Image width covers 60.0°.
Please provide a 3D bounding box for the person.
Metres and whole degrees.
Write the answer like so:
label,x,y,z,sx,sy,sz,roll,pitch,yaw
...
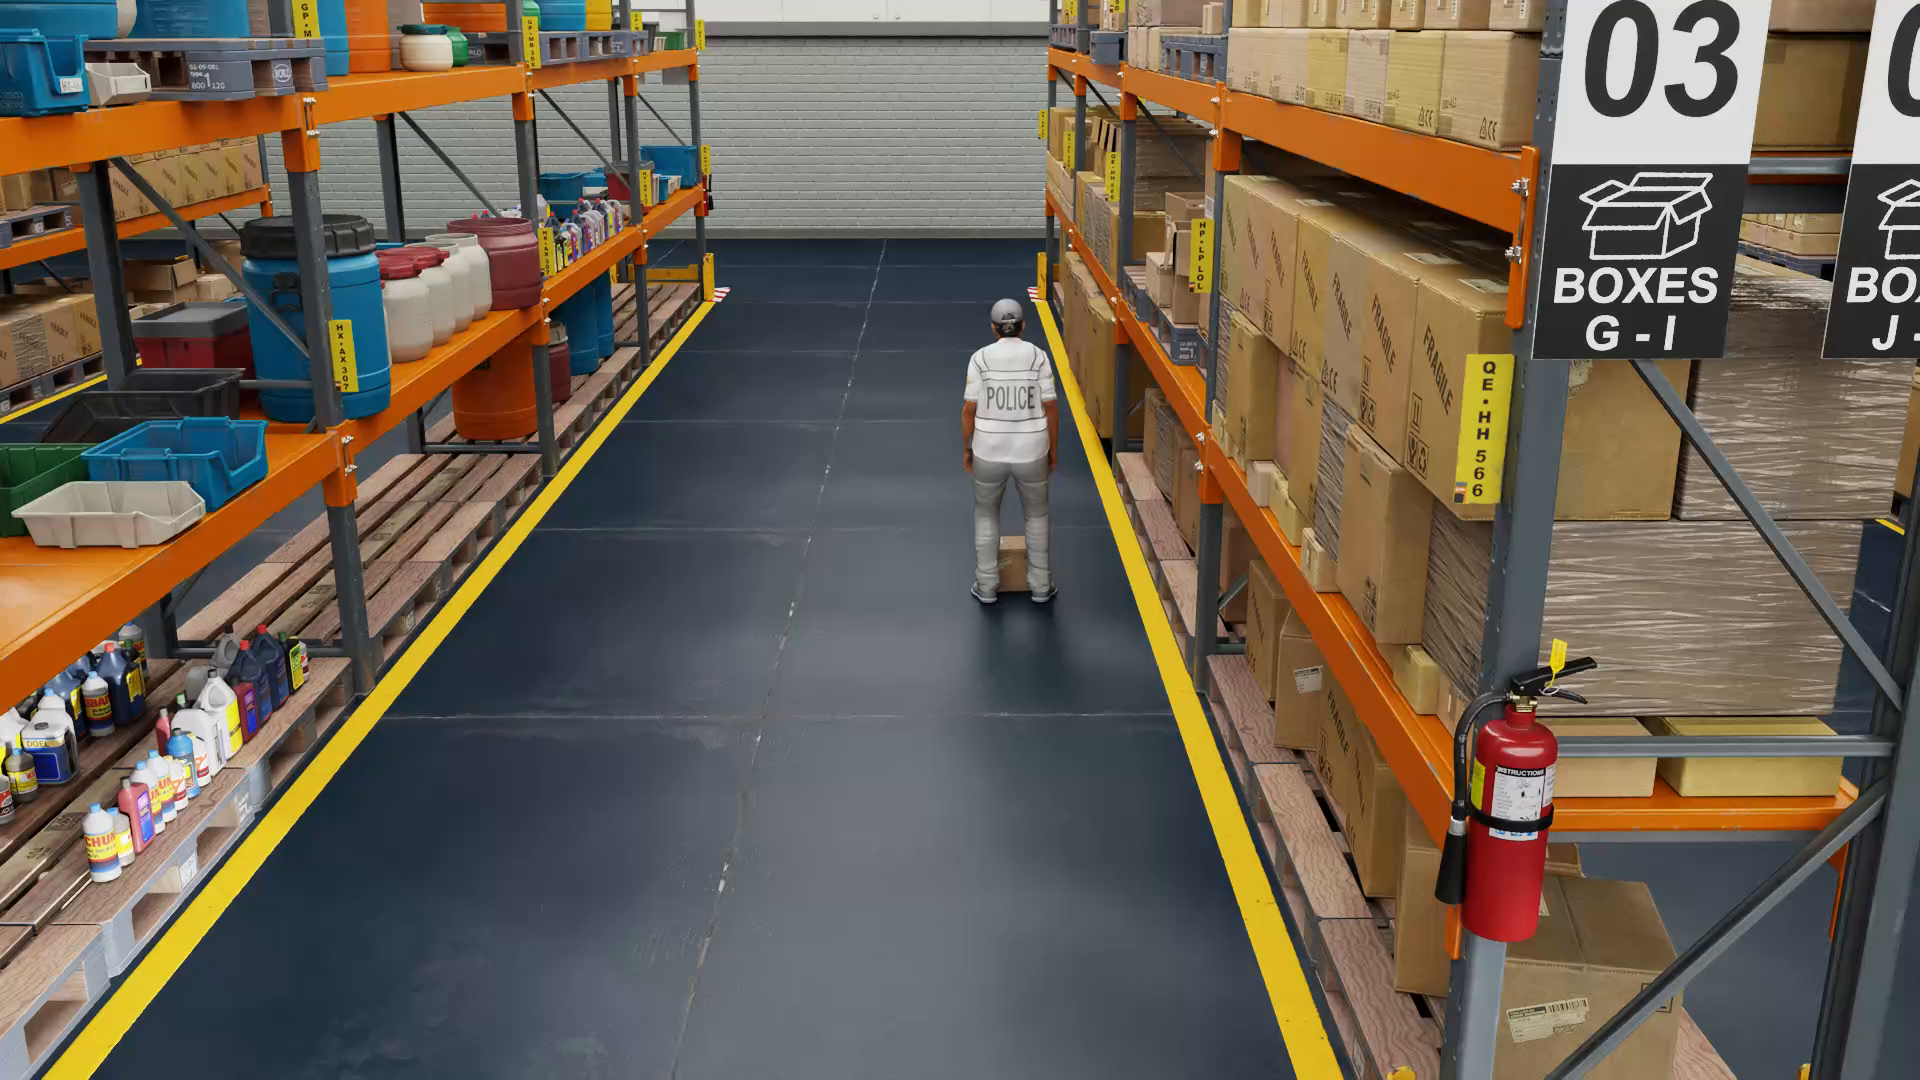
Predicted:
label,x,y,z,sx,sy,sz,roll,pitch,yaw
person,0.279,-0.476,9.066,0.539,1.667,0.465,0,17,0
